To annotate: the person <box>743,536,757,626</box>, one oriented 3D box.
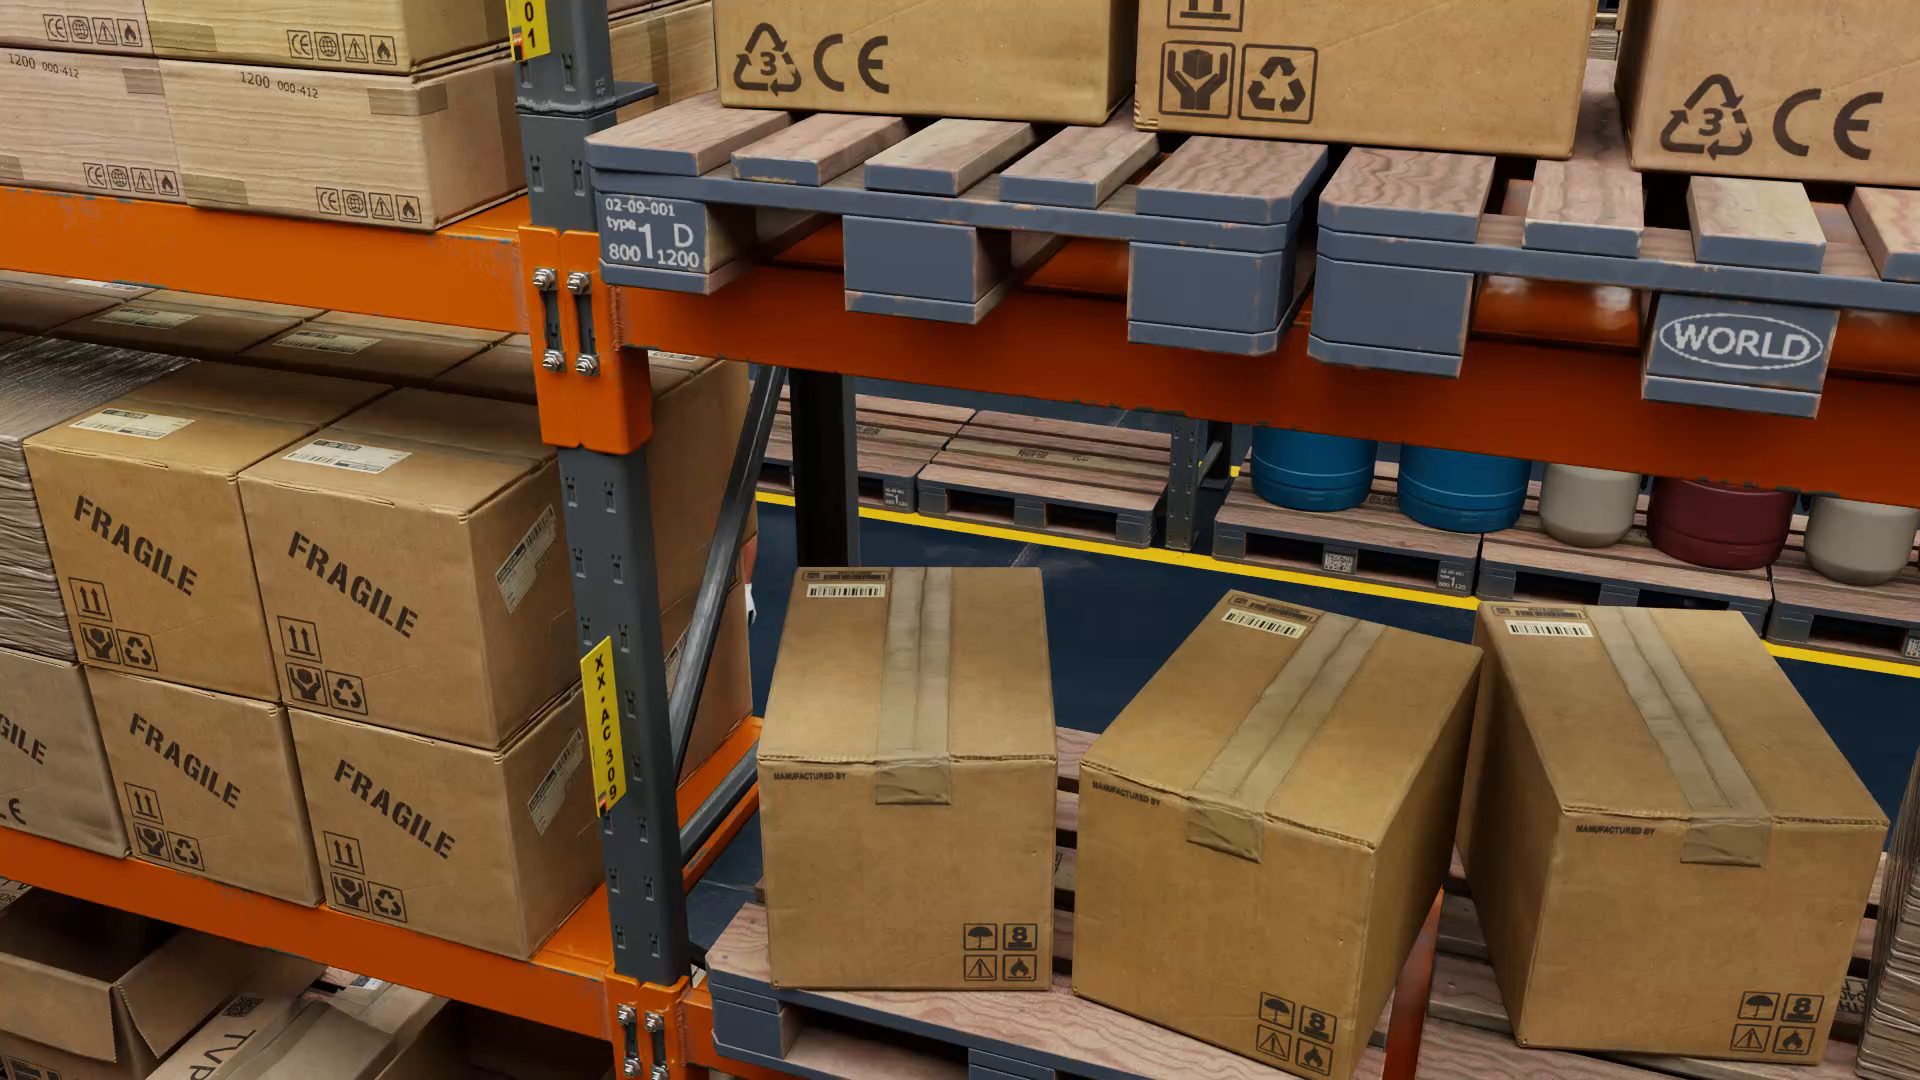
[{"bbox_3d":[-0.983,0.153,5.770,0.608,1.780,0.448,9,27,18],"label":"person"}]
